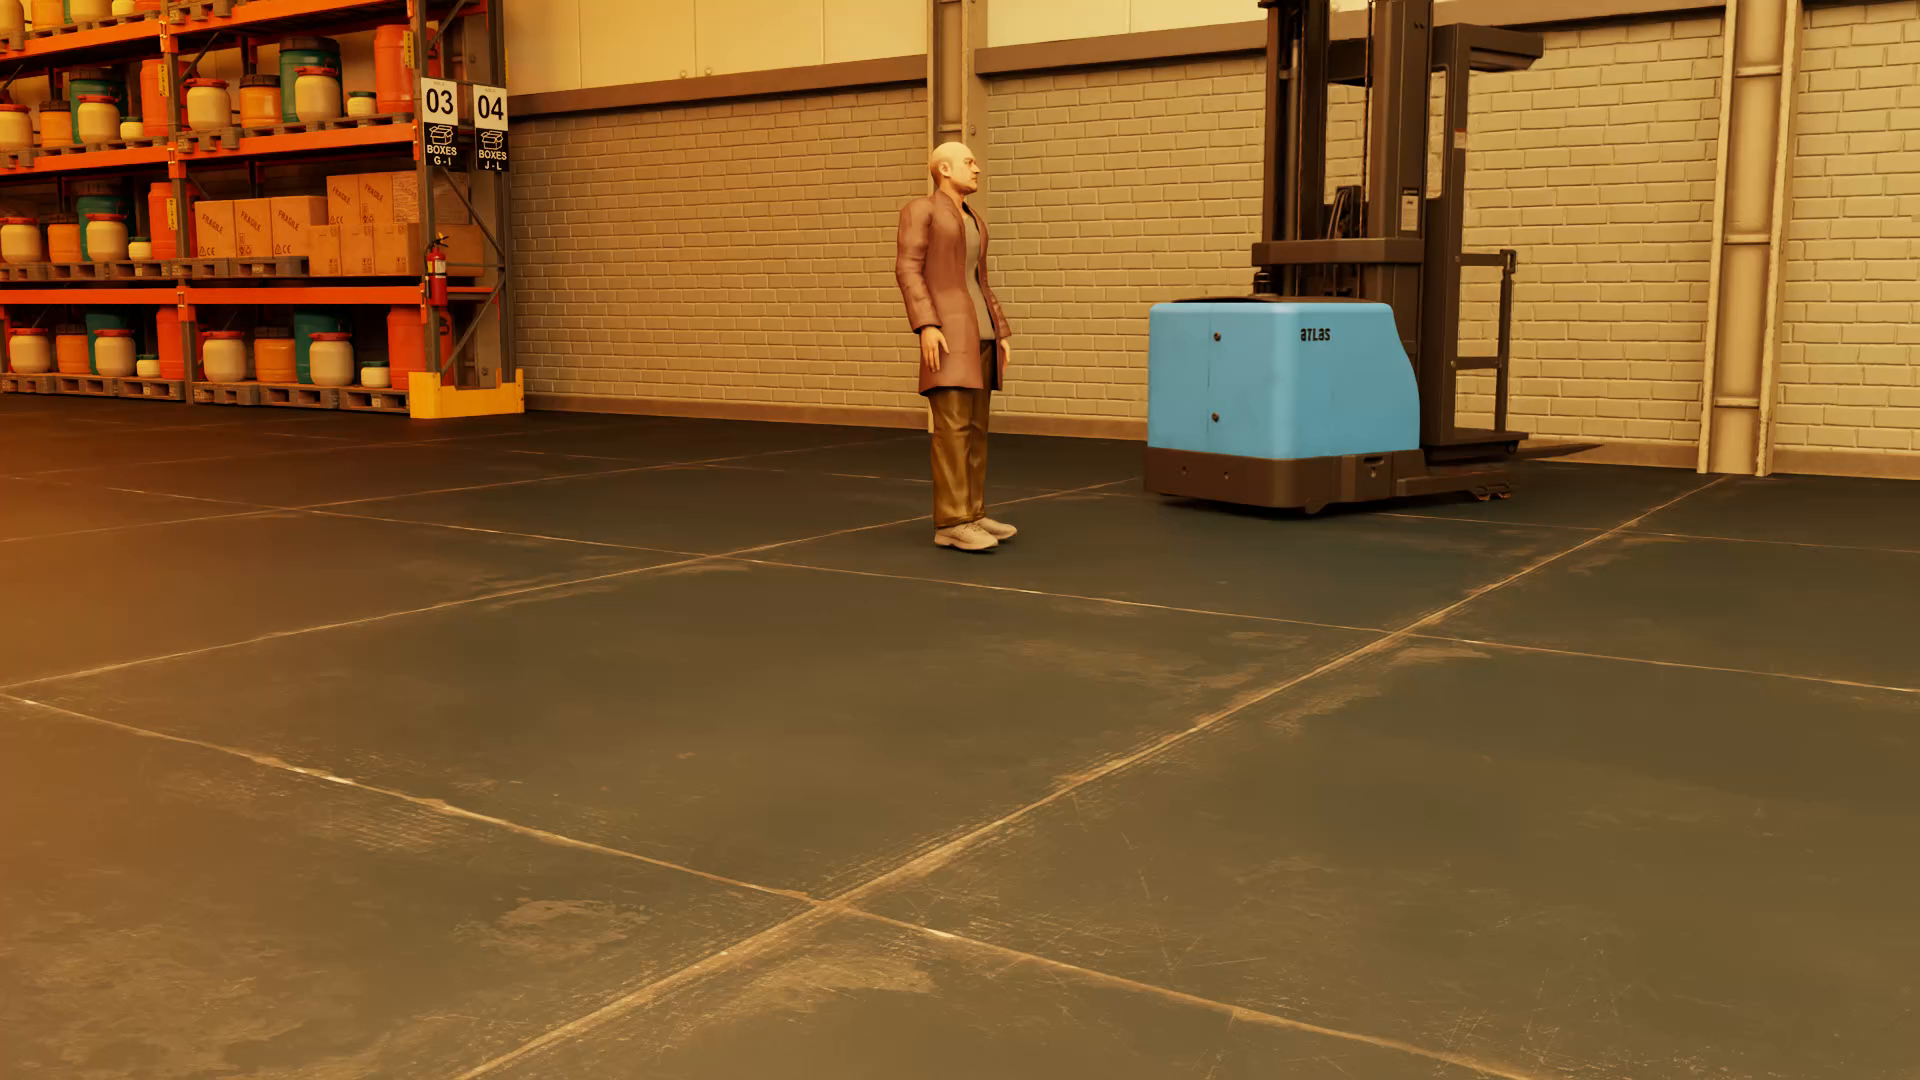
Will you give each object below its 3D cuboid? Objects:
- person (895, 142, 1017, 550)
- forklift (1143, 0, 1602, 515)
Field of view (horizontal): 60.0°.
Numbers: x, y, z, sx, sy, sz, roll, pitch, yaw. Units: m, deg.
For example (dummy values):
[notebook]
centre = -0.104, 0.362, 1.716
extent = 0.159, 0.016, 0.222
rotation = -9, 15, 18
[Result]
[person]
centre = 0.072, -0.879, 7.423
extent = 0.582, 1.775, 0.694
rotation = 5, 10, 34
[forklift]
centre = 2.476, -1.717, 9.266
extent = 3.031, 2.935, 1.130
rotation = -6, 10, -36
